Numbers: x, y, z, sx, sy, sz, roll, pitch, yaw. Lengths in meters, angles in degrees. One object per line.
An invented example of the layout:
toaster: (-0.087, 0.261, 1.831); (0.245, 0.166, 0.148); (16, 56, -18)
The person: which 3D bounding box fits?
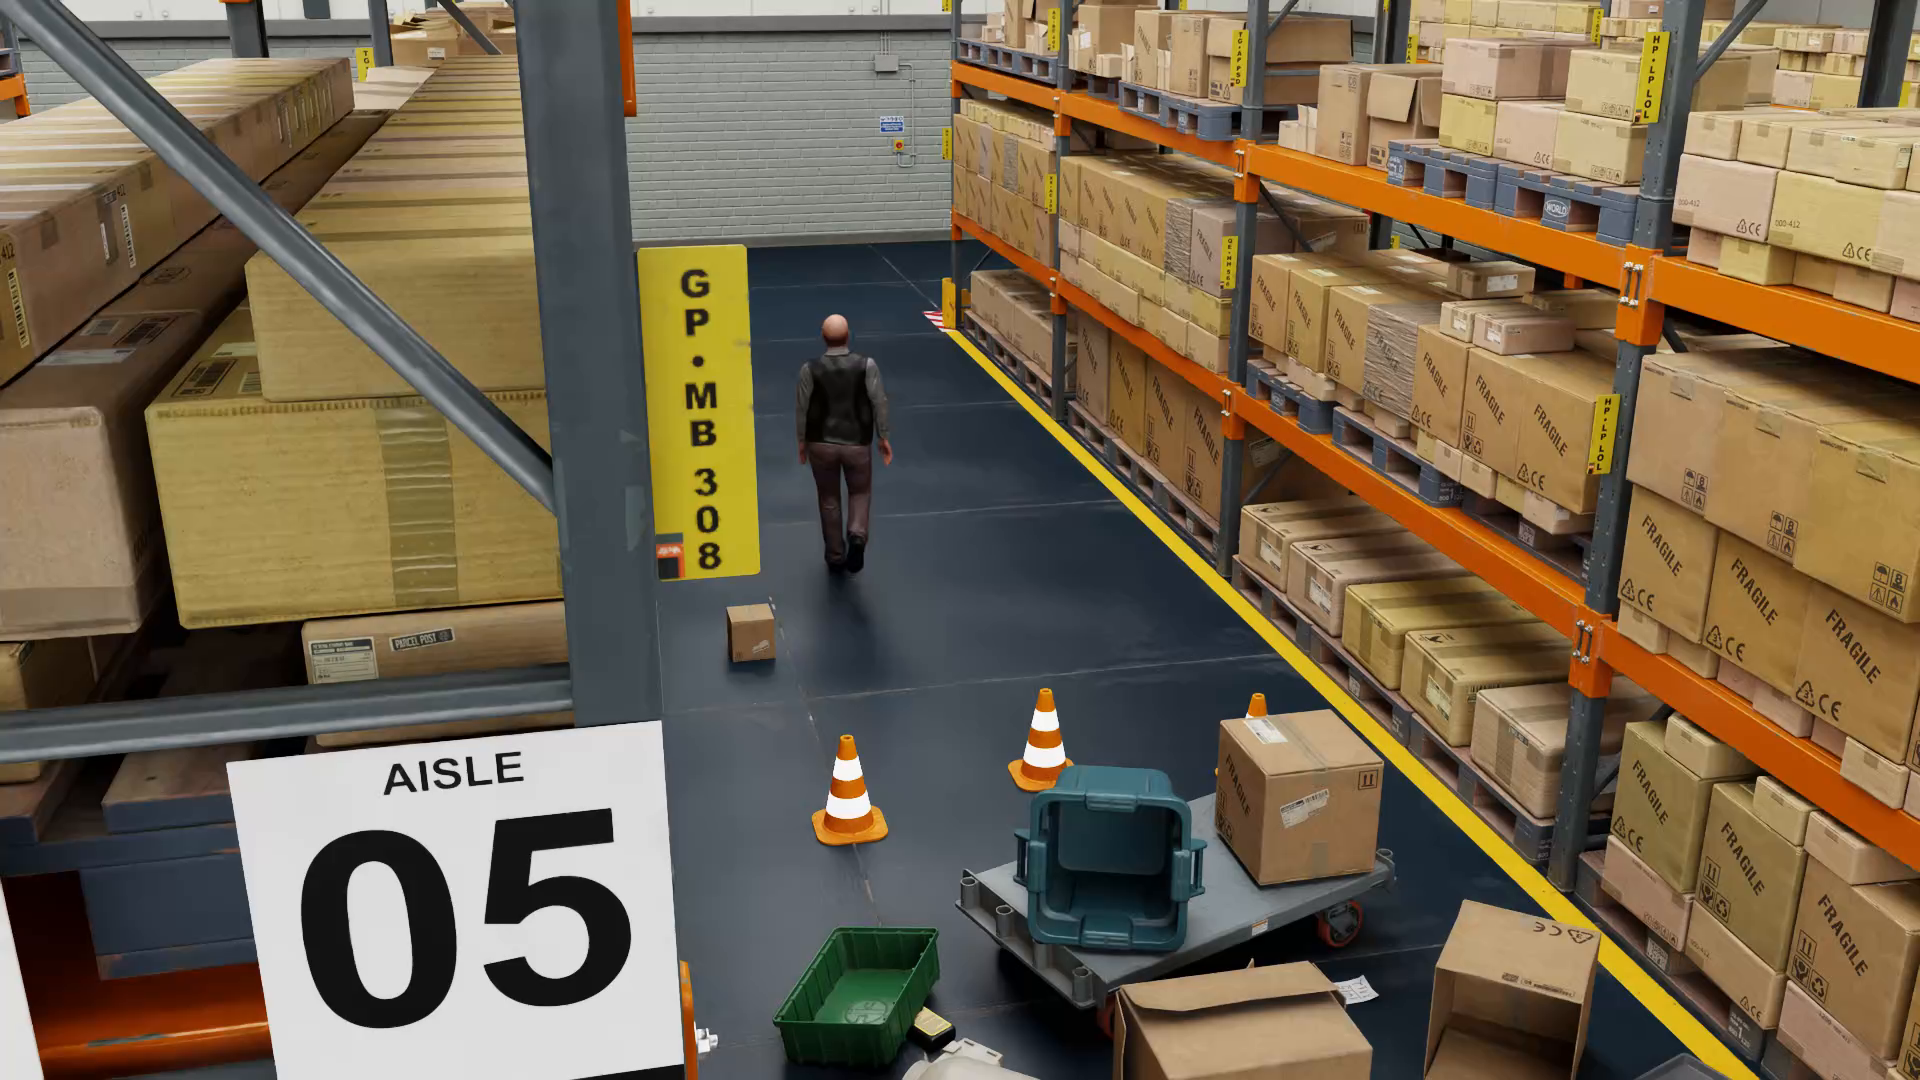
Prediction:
person: (-0.746, -0.599, 10.770); (0.611, 1.703, 0.592); (-3, 20, -7)
